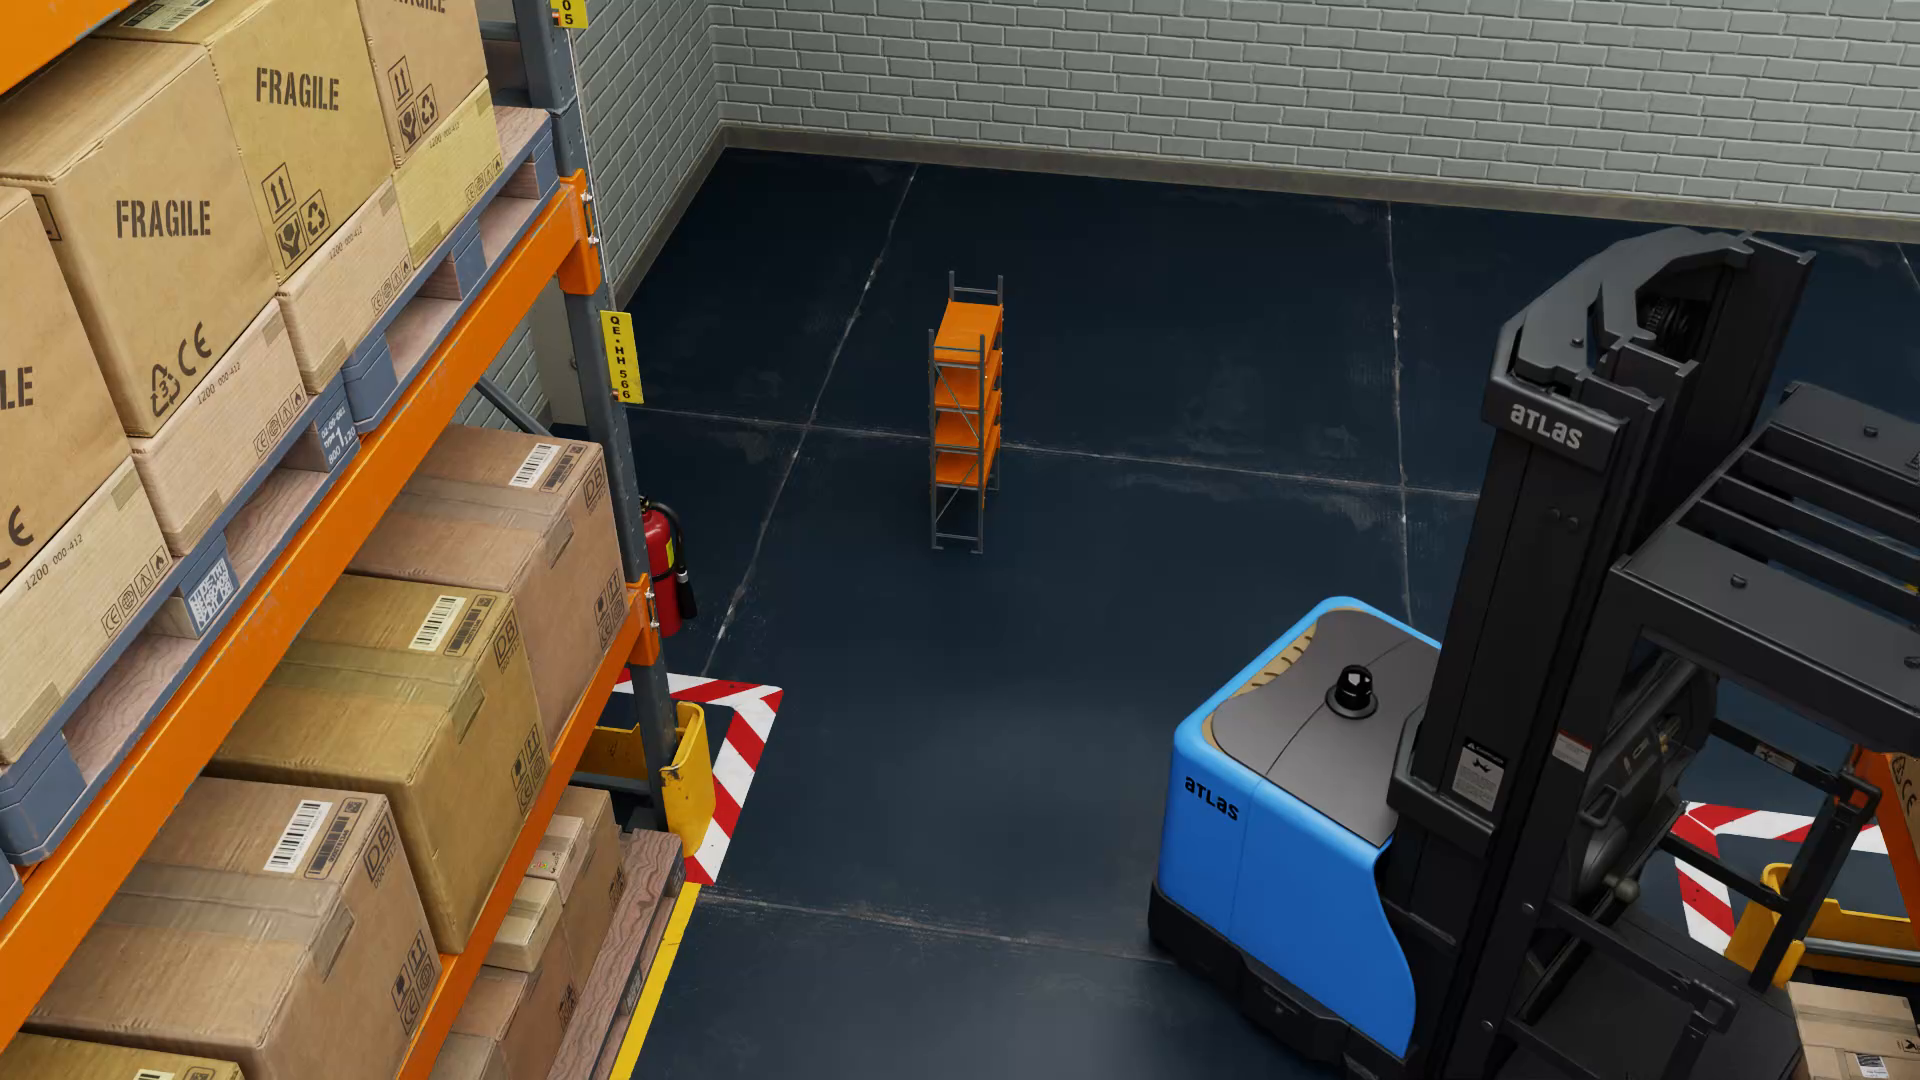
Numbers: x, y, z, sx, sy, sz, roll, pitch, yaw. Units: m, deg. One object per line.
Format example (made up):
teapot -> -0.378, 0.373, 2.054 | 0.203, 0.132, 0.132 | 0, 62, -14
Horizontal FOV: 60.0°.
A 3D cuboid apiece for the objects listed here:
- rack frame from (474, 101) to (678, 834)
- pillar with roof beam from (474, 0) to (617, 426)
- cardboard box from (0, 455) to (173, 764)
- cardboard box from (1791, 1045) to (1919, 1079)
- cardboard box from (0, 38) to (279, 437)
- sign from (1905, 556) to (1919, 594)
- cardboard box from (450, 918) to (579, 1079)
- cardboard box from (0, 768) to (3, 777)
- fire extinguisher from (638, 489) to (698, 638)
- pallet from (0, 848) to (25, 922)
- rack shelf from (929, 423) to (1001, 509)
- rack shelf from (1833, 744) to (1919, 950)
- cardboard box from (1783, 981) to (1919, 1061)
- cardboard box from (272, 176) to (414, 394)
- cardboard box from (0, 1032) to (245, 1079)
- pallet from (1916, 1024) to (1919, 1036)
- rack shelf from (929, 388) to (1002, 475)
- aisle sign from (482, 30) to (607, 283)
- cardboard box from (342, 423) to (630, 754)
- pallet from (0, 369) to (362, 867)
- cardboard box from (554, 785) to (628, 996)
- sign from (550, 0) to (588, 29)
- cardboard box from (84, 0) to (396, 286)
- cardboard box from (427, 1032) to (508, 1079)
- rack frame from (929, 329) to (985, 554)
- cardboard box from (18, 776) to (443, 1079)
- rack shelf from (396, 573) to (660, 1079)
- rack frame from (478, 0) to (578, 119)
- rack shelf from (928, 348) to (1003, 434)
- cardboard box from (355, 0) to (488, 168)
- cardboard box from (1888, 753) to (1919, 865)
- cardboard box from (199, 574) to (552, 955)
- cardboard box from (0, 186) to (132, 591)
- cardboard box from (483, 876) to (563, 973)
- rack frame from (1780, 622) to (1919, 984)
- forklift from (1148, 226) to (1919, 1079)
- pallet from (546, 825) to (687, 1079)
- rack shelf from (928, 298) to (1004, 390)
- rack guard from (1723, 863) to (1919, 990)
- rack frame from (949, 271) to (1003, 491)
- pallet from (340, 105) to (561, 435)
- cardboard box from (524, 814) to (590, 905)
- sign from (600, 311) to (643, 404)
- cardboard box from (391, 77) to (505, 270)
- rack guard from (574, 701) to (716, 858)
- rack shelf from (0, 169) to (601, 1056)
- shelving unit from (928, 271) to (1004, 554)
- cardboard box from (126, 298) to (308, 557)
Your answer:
rack frame -> -1.565, -0.086, 5.597 | 1.000, 3.000, 0.127 | 6, 40, 8
pillar with roof beam -> 2.290, -3.713, 5.276 | 9.100, 9.000, 0.400 | 6, 40, 8
cardboard box -> -1.694, 0.080, 2.751 | 0.500, 0.250, 0.500 | 5, 40, 6
cardboard box -> 2.860, 1.762, 5.240 | 0.380, 0.166, 0.250 | 6, 40, 8
cardboard box -> -1.602, -0.543, 2.917 | 0.500, 0.500, 0.500 | 5, 40, 6
sign -> 2.780, 0.065, 4.735 | 0.100, 0.325, 0.005 | 6, 40, 8
cardboard box -> -1.674, 1.480, 5.335 | 0.700, 0.500, 0.500 | 6, 40, 8
cardboard box -> -1.776, 0.403, 2.361 | 0.500, 0.250, 0.500 | 6, 40, 7
fire extinguisher -> -1.084, 0.044, 5.793 | 0.296, 0.674, 0.183 | 6, 40, 8
pallet -> -2.105, 0.790, 2.252 | 1.003, 0.211, 1.213 | 6, 40, 8
rack shelf -> 0.029, -0.361, 7.760 | 0.258, 0.148, 0.480 | 6, 40, 8
rack shelf -> 2.969, 1.990, 3.650 | 1.077, 0.370, 4.000 | 6, 40, 8
cardboard box -> 2.904, 1.612, 5.435 | 0.380, 0.149, 0.250 | 6, 40, 8
cardboard box -> -1.519, -0.569, 3.536 | 0.500, 0.250, 0.500 | 5, 40, 6
cardboard box -> -2.015, 1.513, 3.428 | 0.980, 0.700, 0.700 | 5, 40, 7
pallet -> 3.164, 2.081, 5.165 | 1.003, 0.211, 1.213 | 6, 40, 8
rack shelf -> 0.029, -0.514, 7.633 | 0.258, 0.148, 0.480 | 6, 40, 8
aisle sign -> -1.257, -1.100, 4.783 | 0.394, 0.787, 0.004 | 6, 40, 8
cardboard box -> -1.643, 0.120, 5.113 | 0.980, 0.700, 0.700 | 8, 40, 10
pallet -> -1.892, 0.027, 3.176 | 1.003, 0.211, 1.213 | 6, 40, 8
cardboard box -> -1.588, 1.166, 5.715 | 0.700, 0.500, 0.500 | 6, 40, 8
sign -> -1.033, -1.484, 4.301 | 0.100, 0.325, 0.005 | 6, 40, 8
cardboard box -> -1.520, -0.871, 3.314 | 0.500, 0.500, 0.500 | 8, 40, 9
cardboard box -> -1.760, 1.796, 4.953 | 0.700, 0.500, 0.500 | 5, 40, 6
rack frame -> -0.014, -0.413, 7.405 | 0.240, 1.200, 0.015 | 6, 40, 8
cardboard box -> -1.899, 1.055, 3.981 | 0.980, 0.700, 0.700 | 5, 40, 6
rack shelf -> -1.911, 1.447, 4.308 | 1.077, 0.370, 4.000 | 6, 40, 8
rack frame -> -1.565, -2.398, 3.685 | 1.000, 3.000, 0.127 | 6, 40, 8
rack shelf -> 0.029, -0.687, 7.491 | 0.258, 0.148, 0.480 | 6, 40, 8
cardboard box -> -1.423, -1.184, 3.692 | 0.500, 0.500, 0.500 | 6, 40, 8
cardboard box -> 2.978, 0.669, 4.605 | 0.500, 0.500, 0.500 | 7, 40, 9
cardboard box -> -1.758, 0.578, 4.559 | 0.980, 0.700, 0.700 | 6, 40, 7
cardboard box -> -1.695, -0.214, 2.518 | 0.500, 0.500, 0.500 | 7, 40, 8
cardboard box -> -1.474, 1.177, 5.192 | 0.380, 0.149, 0.250 | 7, 40, 9
rack frame -> 3.315, 0.458, 4.939 | 1.000, 3.000, 0.127 | 6, 40, 8
forklift -> 2.102, 0.739, 4.652 | 3.031, 2.935, 1.130 | 31, 49, 32
pallet -> -1.626, 1.499, 5.868 | 1.003, 0.211, 1.213 | 6, 40, 8
rack shelf -> 0.029, -0.869, 7.340 | 0.258, 0.148, 0.480 | 6, 40, 8
rack guard -> 3.301, 1.469, 5.678 | 1.175, 0.500, 0.348 | 6, 40, 8
rack frame -> 0.071, -0.719, 7.775 | 0.240, 1.200, 0.015 | 6, 40, 8
pallet -> -1.683, -0.741, 4.105 | 1.003, 0.211, 1.213 | 6, 40, 8
cardboard box -> -1.430, 1.017, 5.386 | 0.380, 0.149, 0.250 | 6, 40, 7
sign -> -1.033, -0.555, 5.069 | 0.100, 0.325, 0.005 | 6, 40, 8
cardboard box -> -1.430, -0.896, 3.932 | 0.500, 0.250, 0.500 | 8, 40, 9
rack guard -> -1.561, 0.862, 6.411 | 1.175, 0.500, 0.348 | 6, 40, 8
rack shelf -> -1.911, 0.290, 3.352 | 1.077, 0.370, 4.000 | 6, 40, 8
shelving unit -> 0.029, -0.566, 7.590 | 0.258, 1.200, 0.503 | 6, 40, 8
cardboard box -> -1.604, -0.242, 3.141 | 0.500, 0.250, 0.500 | 5, 40, 6
